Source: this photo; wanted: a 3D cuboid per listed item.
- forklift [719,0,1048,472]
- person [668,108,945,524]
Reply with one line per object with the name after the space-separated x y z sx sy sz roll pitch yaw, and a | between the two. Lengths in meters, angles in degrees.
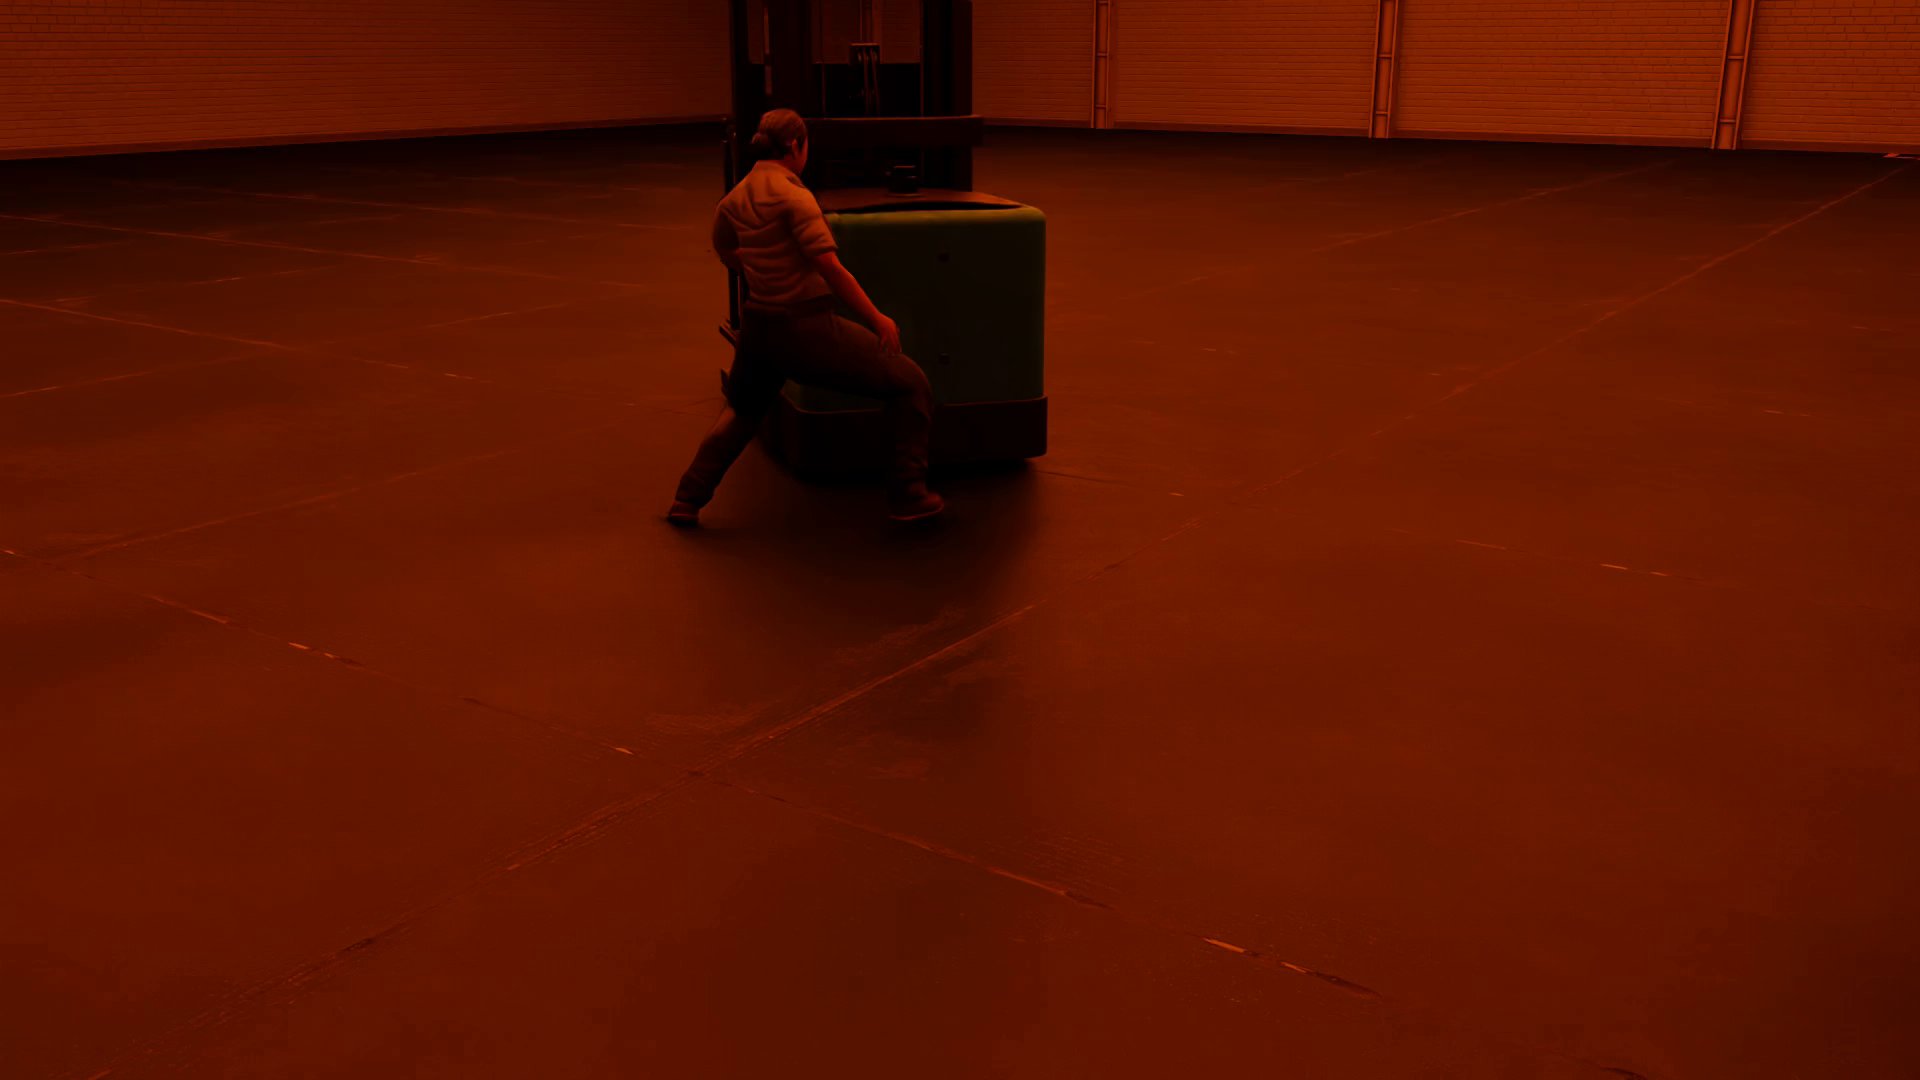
-0.550 -2.055 7.703 1.130 2.935 3.031 -5 17 -16 | forklift
-0.601 -0.771 5.999 0.785 1.527 0.928 -16 23 -42 | person
